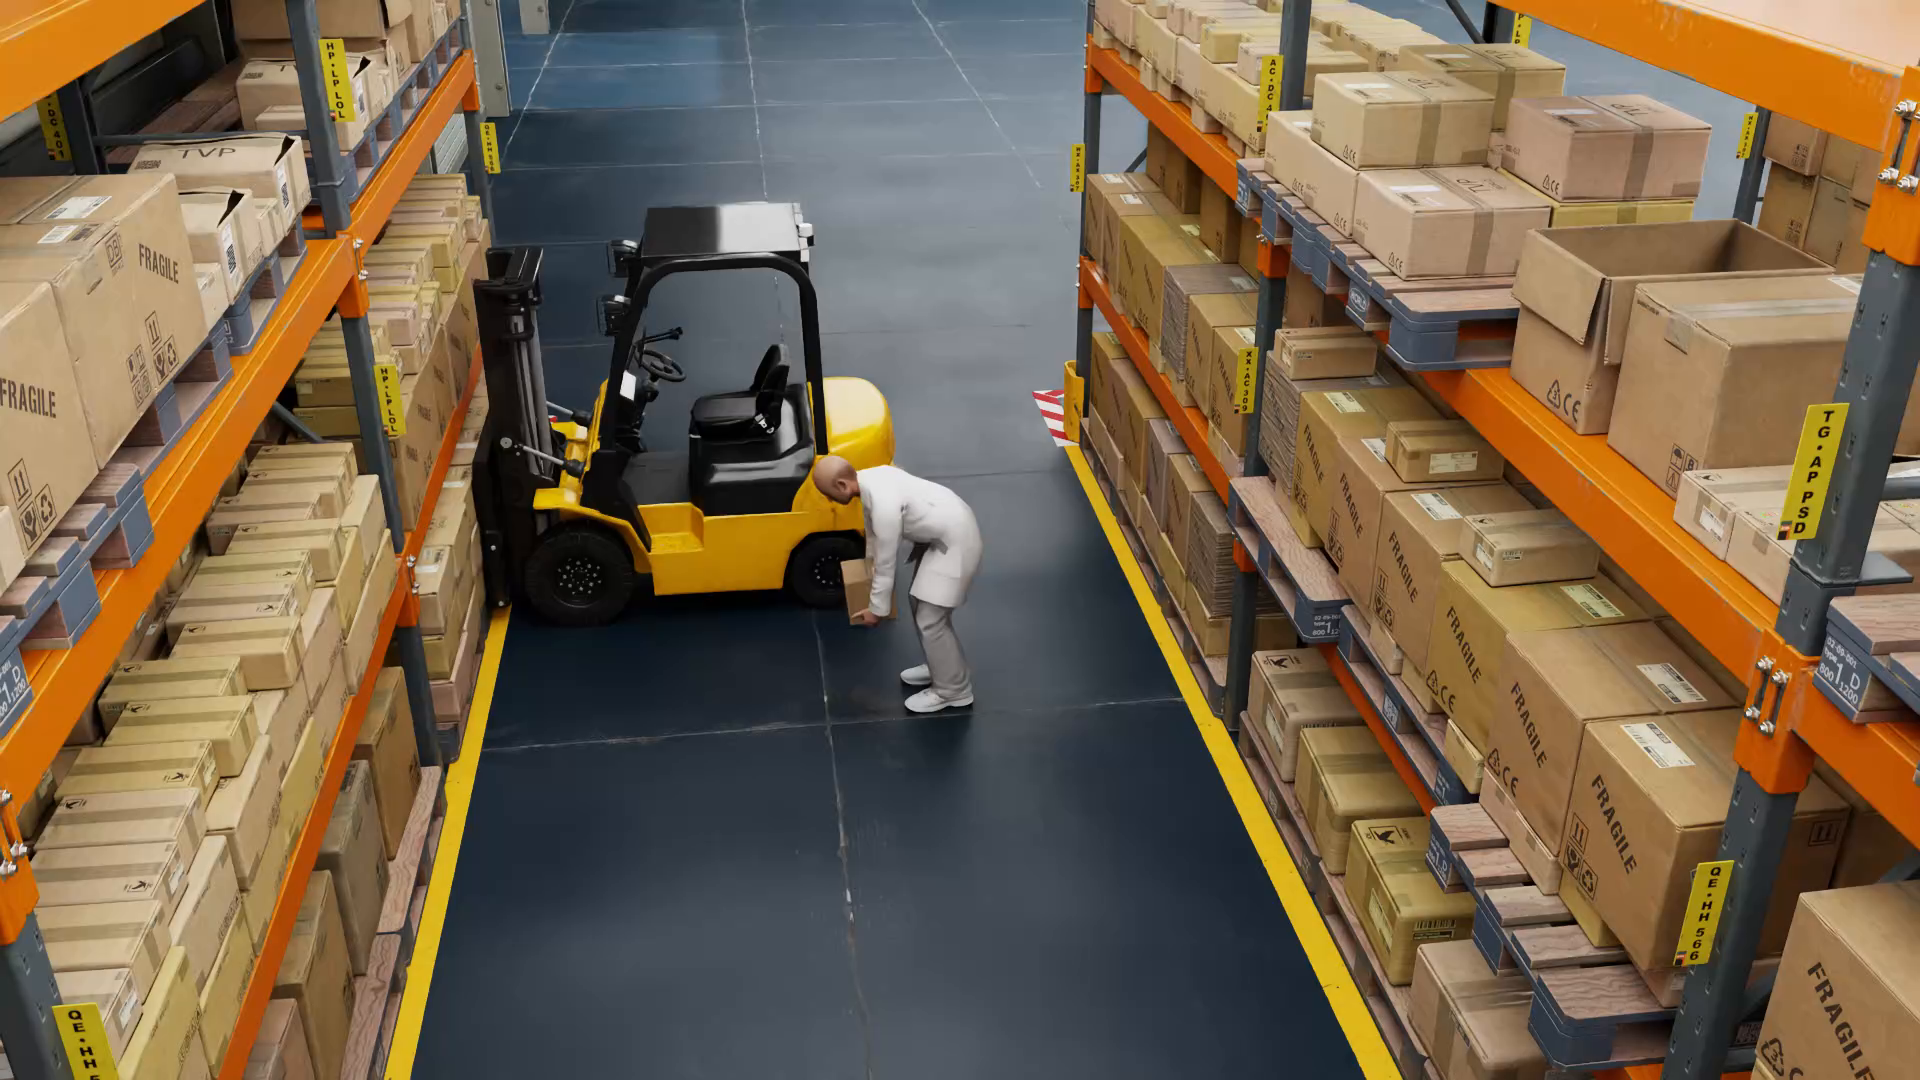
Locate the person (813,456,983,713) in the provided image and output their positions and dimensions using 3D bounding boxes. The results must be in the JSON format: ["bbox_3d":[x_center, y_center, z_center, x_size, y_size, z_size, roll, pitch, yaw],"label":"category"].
[{"bbox_3d":[-0.313,0.206,8.632,0.860,1.416,0.552,-4,27,-8],"label":"person"}]
